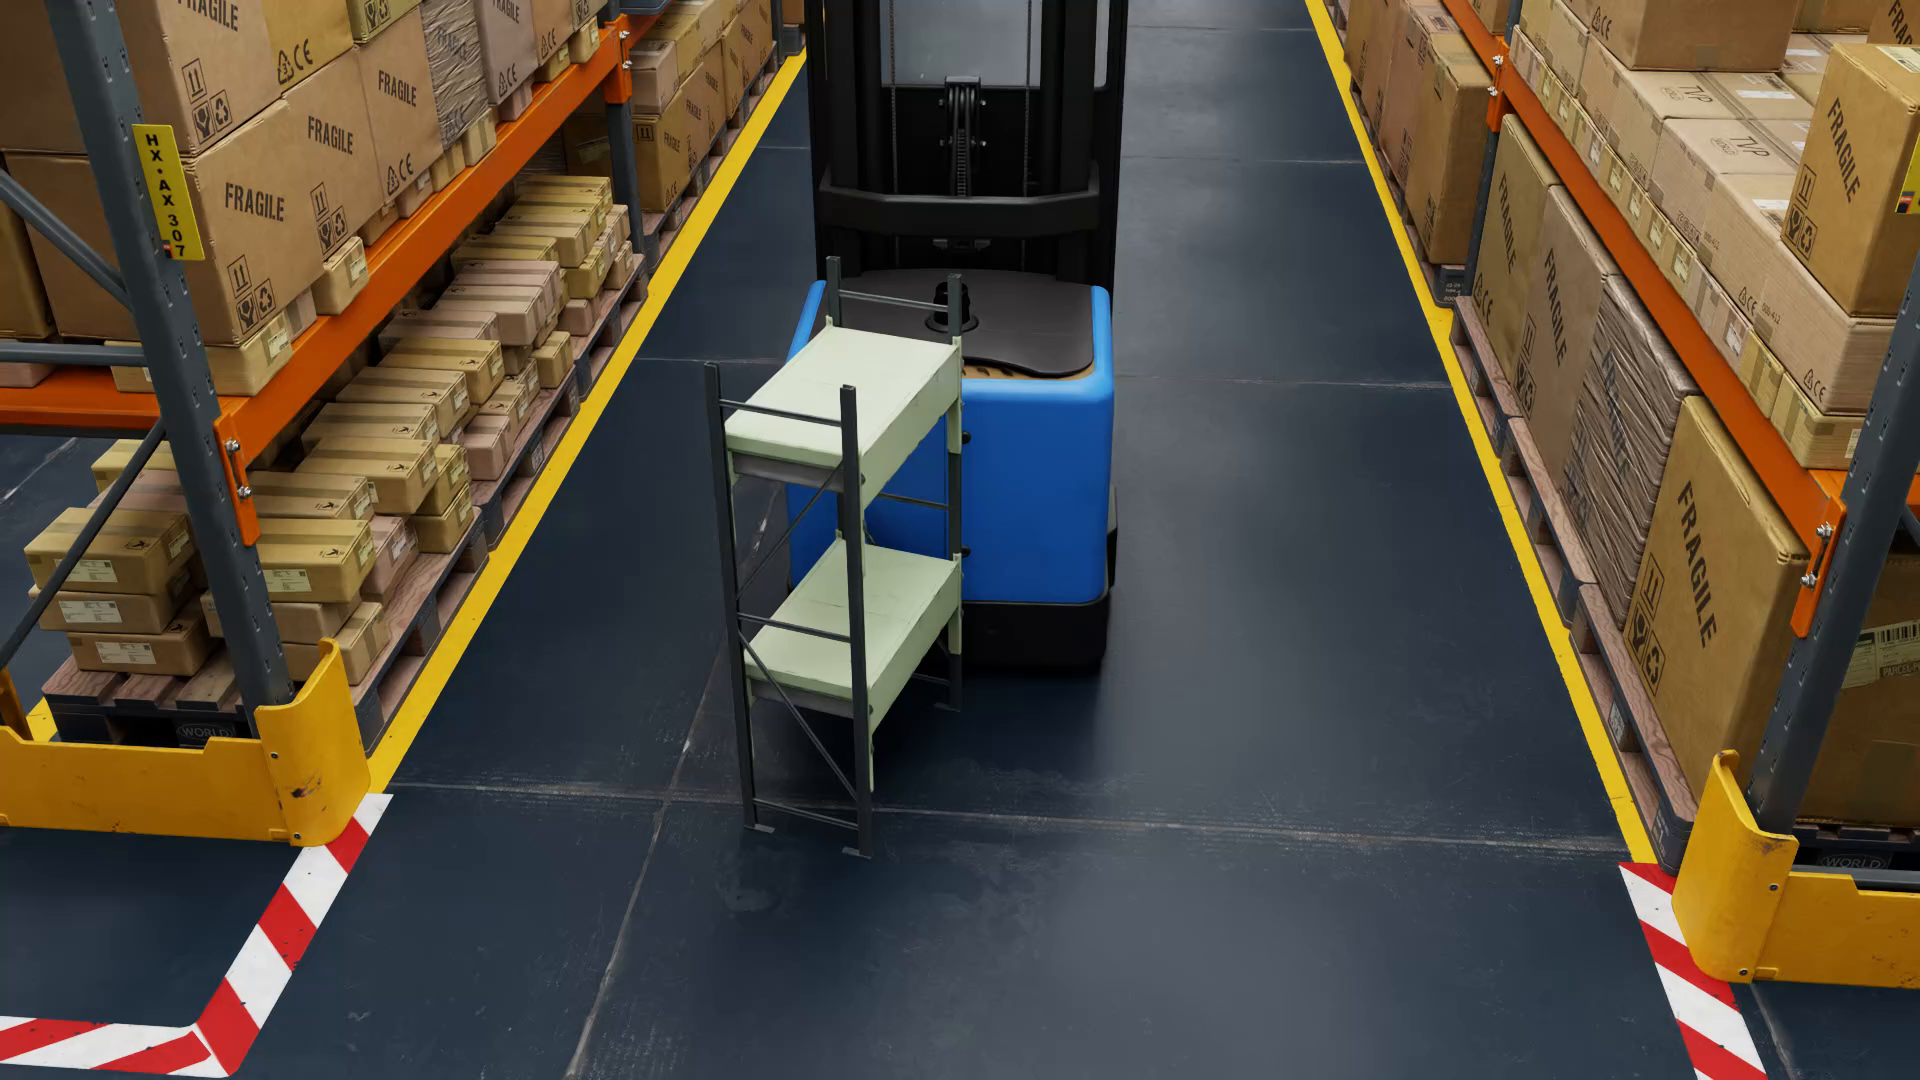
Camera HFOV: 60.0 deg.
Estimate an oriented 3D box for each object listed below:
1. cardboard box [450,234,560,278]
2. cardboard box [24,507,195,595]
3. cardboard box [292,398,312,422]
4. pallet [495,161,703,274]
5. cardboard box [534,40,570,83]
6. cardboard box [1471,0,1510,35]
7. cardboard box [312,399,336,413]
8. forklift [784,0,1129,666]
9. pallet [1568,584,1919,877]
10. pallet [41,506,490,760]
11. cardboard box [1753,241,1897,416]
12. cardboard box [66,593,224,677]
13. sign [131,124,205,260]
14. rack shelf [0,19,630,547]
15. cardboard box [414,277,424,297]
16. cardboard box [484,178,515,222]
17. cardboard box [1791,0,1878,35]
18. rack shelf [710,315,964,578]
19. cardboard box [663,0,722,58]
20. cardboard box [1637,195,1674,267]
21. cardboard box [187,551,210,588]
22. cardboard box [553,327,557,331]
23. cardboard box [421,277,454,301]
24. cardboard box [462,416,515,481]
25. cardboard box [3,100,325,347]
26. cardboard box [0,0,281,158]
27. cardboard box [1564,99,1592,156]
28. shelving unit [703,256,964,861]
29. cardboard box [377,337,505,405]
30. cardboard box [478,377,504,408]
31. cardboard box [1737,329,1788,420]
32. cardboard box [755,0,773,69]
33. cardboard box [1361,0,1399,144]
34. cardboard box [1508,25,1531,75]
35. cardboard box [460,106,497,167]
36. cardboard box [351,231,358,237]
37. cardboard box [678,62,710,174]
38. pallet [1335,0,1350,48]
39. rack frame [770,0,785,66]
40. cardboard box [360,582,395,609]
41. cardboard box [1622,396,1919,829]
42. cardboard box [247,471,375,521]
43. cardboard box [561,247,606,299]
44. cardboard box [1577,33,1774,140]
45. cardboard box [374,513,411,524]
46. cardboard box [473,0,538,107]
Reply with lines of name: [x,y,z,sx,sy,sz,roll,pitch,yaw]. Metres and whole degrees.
cardboard box: [-1.924,-1.176,7.049,0.380,0.149,0.250,3,32,6]
cardboard box: [-2.597,0.033,5.088,0.380,0.149,0.250,3,32,5]
cardboard box: [-2.574,-0.513,5.973,0.380,0.149,0.250,4,32,6]
pallet: [-2.000,-1.773,8.926,1.003,0.211,1.213,2,32,4]
cardboard box: [-1.845,-2.010,6.892,0.380,0.149,0.250,4,32,6]
cardboard box: [2.640,-2.587,7.493,0.500,0.500,0.500,3,32,4]
cardboard box: [-2.520,-0.518,6.264,0.380,0.149,0.250,4,32,6]
forklift: [0.034,-1.578,6.017,1.130,2.935,3.031,2,32,3]
pallet: [2.535,0.569,5.125,1.003,0.211,1.213,2,32,4]
pallet: [-2.280,0.263,5.622,1.003,0.211,1.213,2,32,4]
cardboard box: [2.323,-0.524,4.101,0.500,0.250,0.500,2,32,3]
cardboard box: [-2.552,0.289,5.238,0.380,0.149,0.250,3,32,5]
sign: [-1.846,-0.807,3.875,0.100,0.325,0.005,2,32,4]
rack shelf: [-2.224,-1.201,6.025,1.077,0.370,4.000,2,32,4]
cardboard box: [-2.450,-1.057,6.856,0.380,0.149,0.250,3,32,5]
cardboard box: [-2.296,-1.600,7.737,0.380,0.149,0.250,4,32,6]
cardboard box: [3.058,-2.157,6.035,0.500,0.500,0.500,3,32,4]
rack shelf: [-0.313,-0.274,4.522,0.431,0.370,0.720,11,33,17]
cardboard box: [-1.651,-2.907,9.375,0.500,0.250,0.500,4,32,6]
cardboard box: [2.351,-0.960,5.188,0.380,0.149,0.250,3,32,4]
cardboard box: [-2.554,0.024,5.385,0.380,0.149,0.250,2,32,3]
cardboard box: [-1.958,-0.893,7.156,0.380,0.149,0.250,2,32,3]
cardboard box: [-2.350,-1.063,7.149,0.380,0.149,0.250,1,32,1]
cardboard box: [-1.910,-0.350,6.276,0.380,0.149,0.250,1,32,2]
cardboard box: [-2.075,-0.853,4.397,0.500,0.500,0.500,4,32,6]
cardboard box: [-2.086,-1.280,4.135,0.500,0.500,0.500,2,32,4]
cardboard box: [2.436,-1.494,6.055,0.380,0.149,0.250,2,32,3]
shelving unit: [-0.313,0.058,4.727,0.431,1.500,0.755,11,33,17]
cardboard box: [-1.919,-0.628,6.160,0.380,0.149,0.250,3,32,5]
cardboard box: [-2.010,-0.645,6.472,0.380,0.149,0.250,4,32,6]
cardboard box: [2.268,-0.426,4.321,0.380,0.149,0.250,3,32,4]
cardboard box: [-1.529,-3.404,10.896,0.500,0.500,0.500,2,32,4]
cardboard box: [3.042,-2.828,9.605,1.225,0.875,0.875,3,32,4]
cardboard box: [2.518,-2.041,6.942,0.380,0.149,0.250,3,32,4]
cardboard box: [-1.907,-1.466,6.009,0.380,0.149,0.250,3,32,5]
cardboard box: [-2.095,-0.924,5.130,0.380,0.149,0.250,4,32,6]
cardboard box: [-1.696,-2.319,9.137,0.500,0.500,0.500,4,32,6]
pallet: [3.264,-3.601,11.892,1.003,0.211,1.213,2,32,4]
rack frame: [-1.736,-4.644,10.927,1.000,3.000,0.127,2,32,4]
cardboard box: [-2.086,0.173,5.427,0.380,0.149,0.250,2,32,4]
cardboard box: [2.520,0.191,4.706,0.875,0.875,0.875,2,32,4]
cardboard box: [-2.103,-0.088,5.284,0.380,0.149,0.250,3,32,5]
cardboard box: [-1.784,-1.183,7.345,0.380,0.149,0.250,1,32,2]
cardboard box: [2.492,-1.586,5.823,0.500,0.250,0.500,3,32,5]
cardboard box: [-2.078,-0.089,5.568,0.380,0.149,0.250,3,32,5]
cardboard box: [-1.905,-1.926,6.137,0.500,0.500,0.500,2,32,4]
